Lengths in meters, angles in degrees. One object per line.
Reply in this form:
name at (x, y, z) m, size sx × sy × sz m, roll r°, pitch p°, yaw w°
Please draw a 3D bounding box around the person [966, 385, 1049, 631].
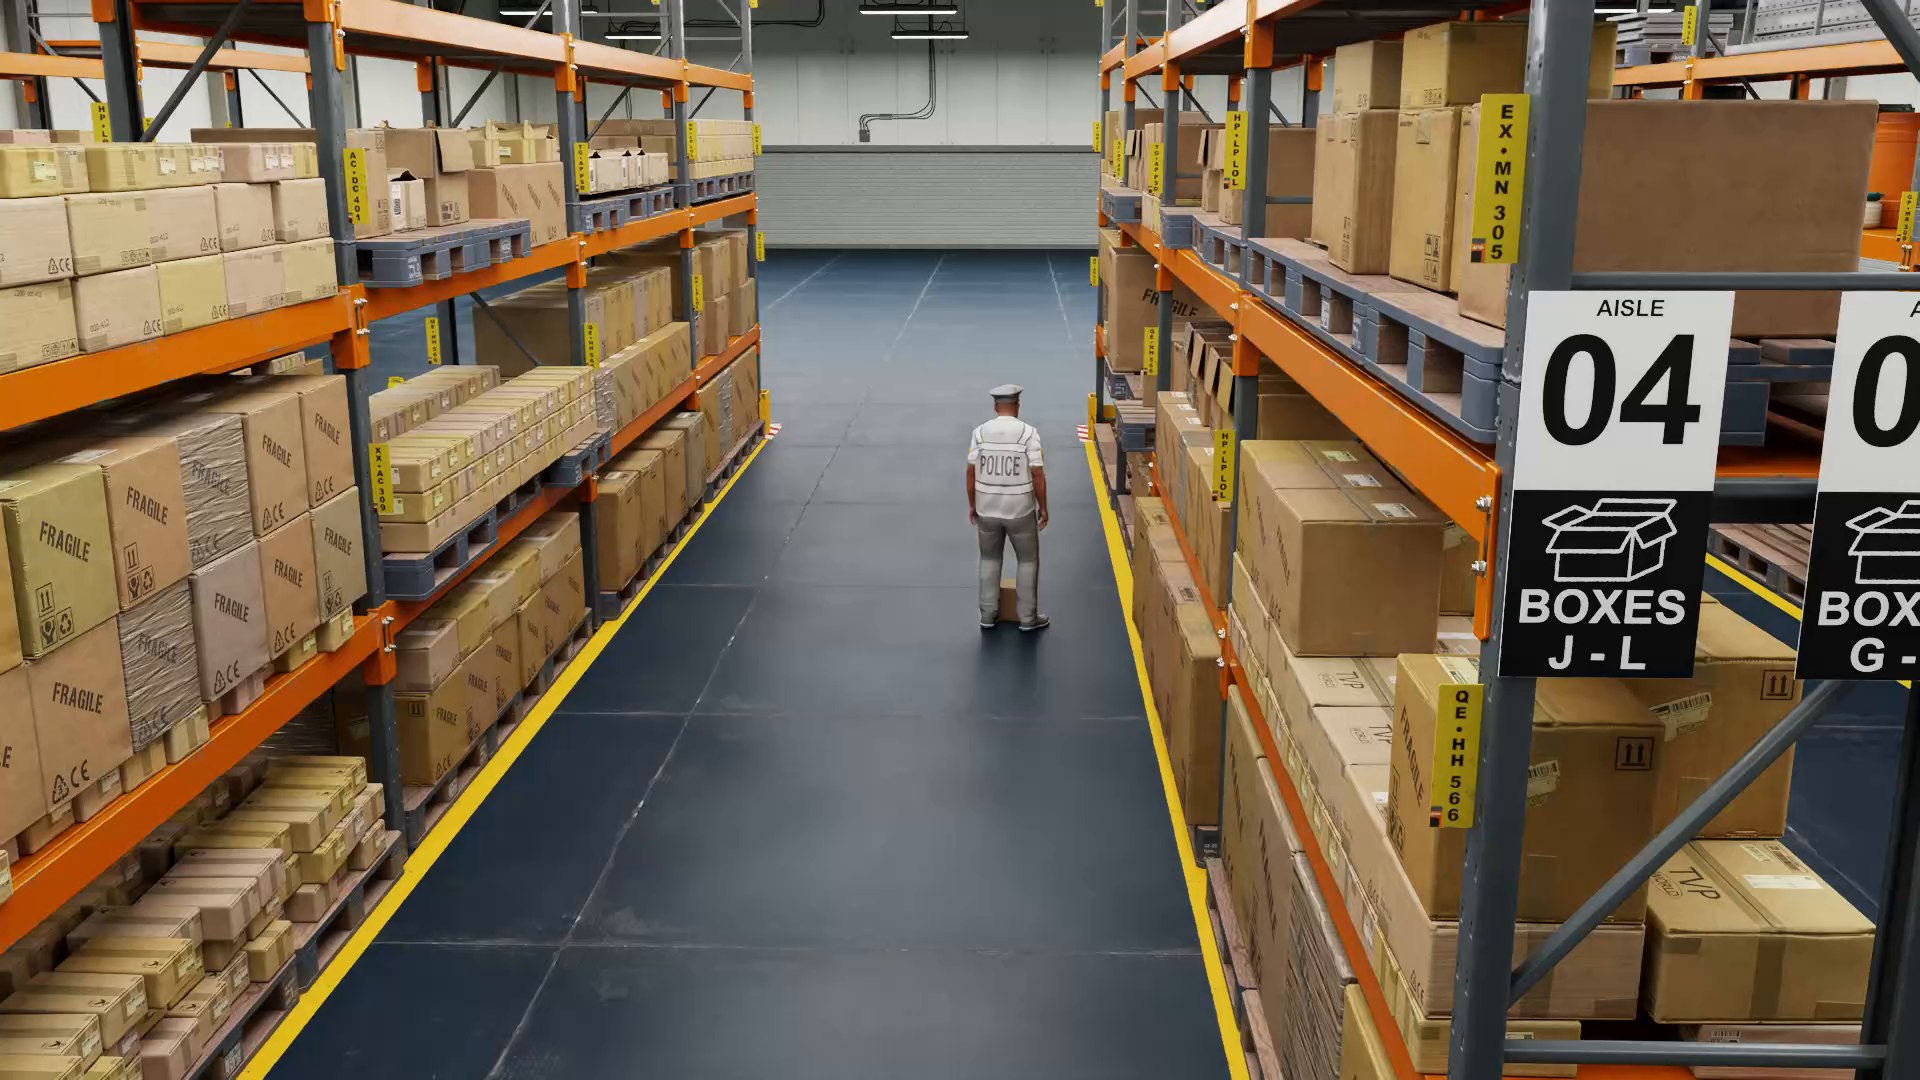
person at (0.333, -0.217, 11.874) m, size 0.589 × 1.744 × 0.434 m, roll 4°, pitch 14°, yaw 17°
